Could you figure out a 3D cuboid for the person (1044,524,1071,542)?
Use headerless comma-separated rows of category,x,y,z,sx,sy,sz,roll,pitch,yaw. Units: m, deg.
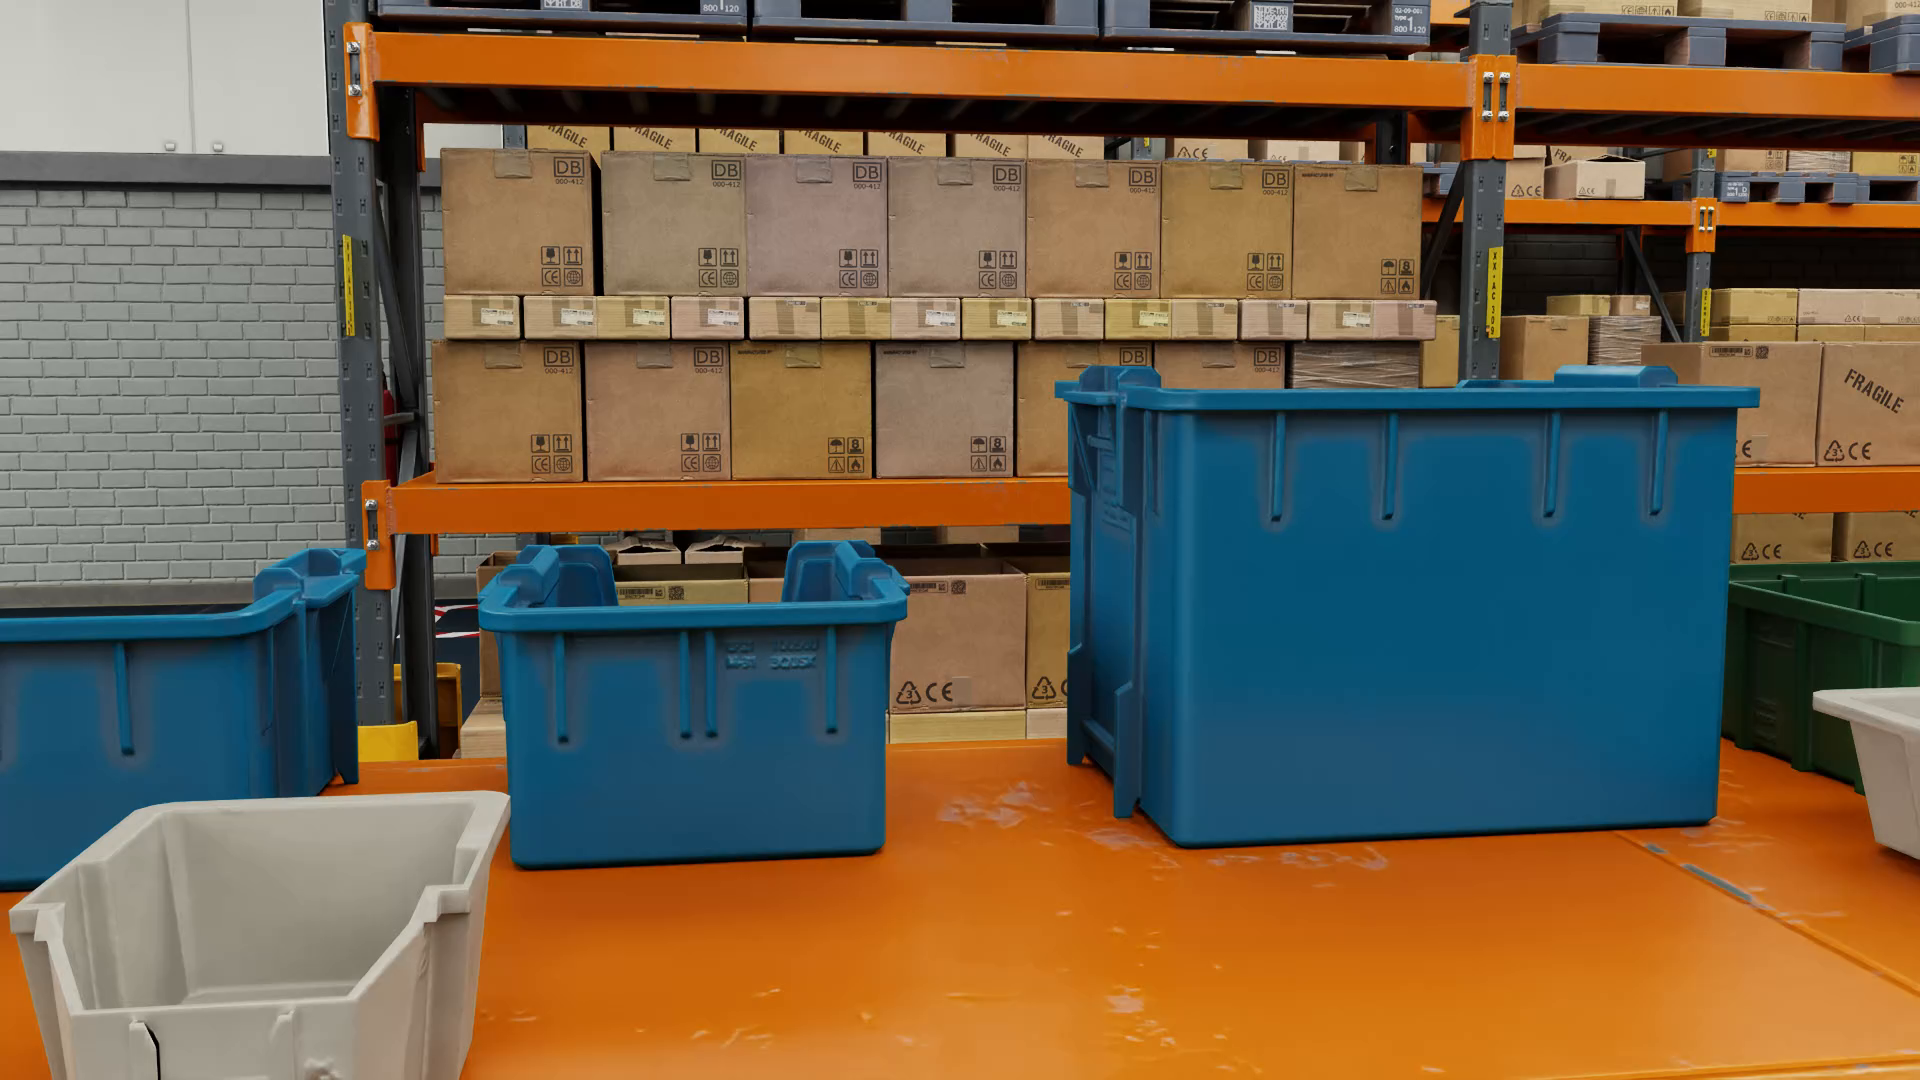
person,0.606,-0.039,8.125,0.423,1.774,0.643,-1,6,-8
